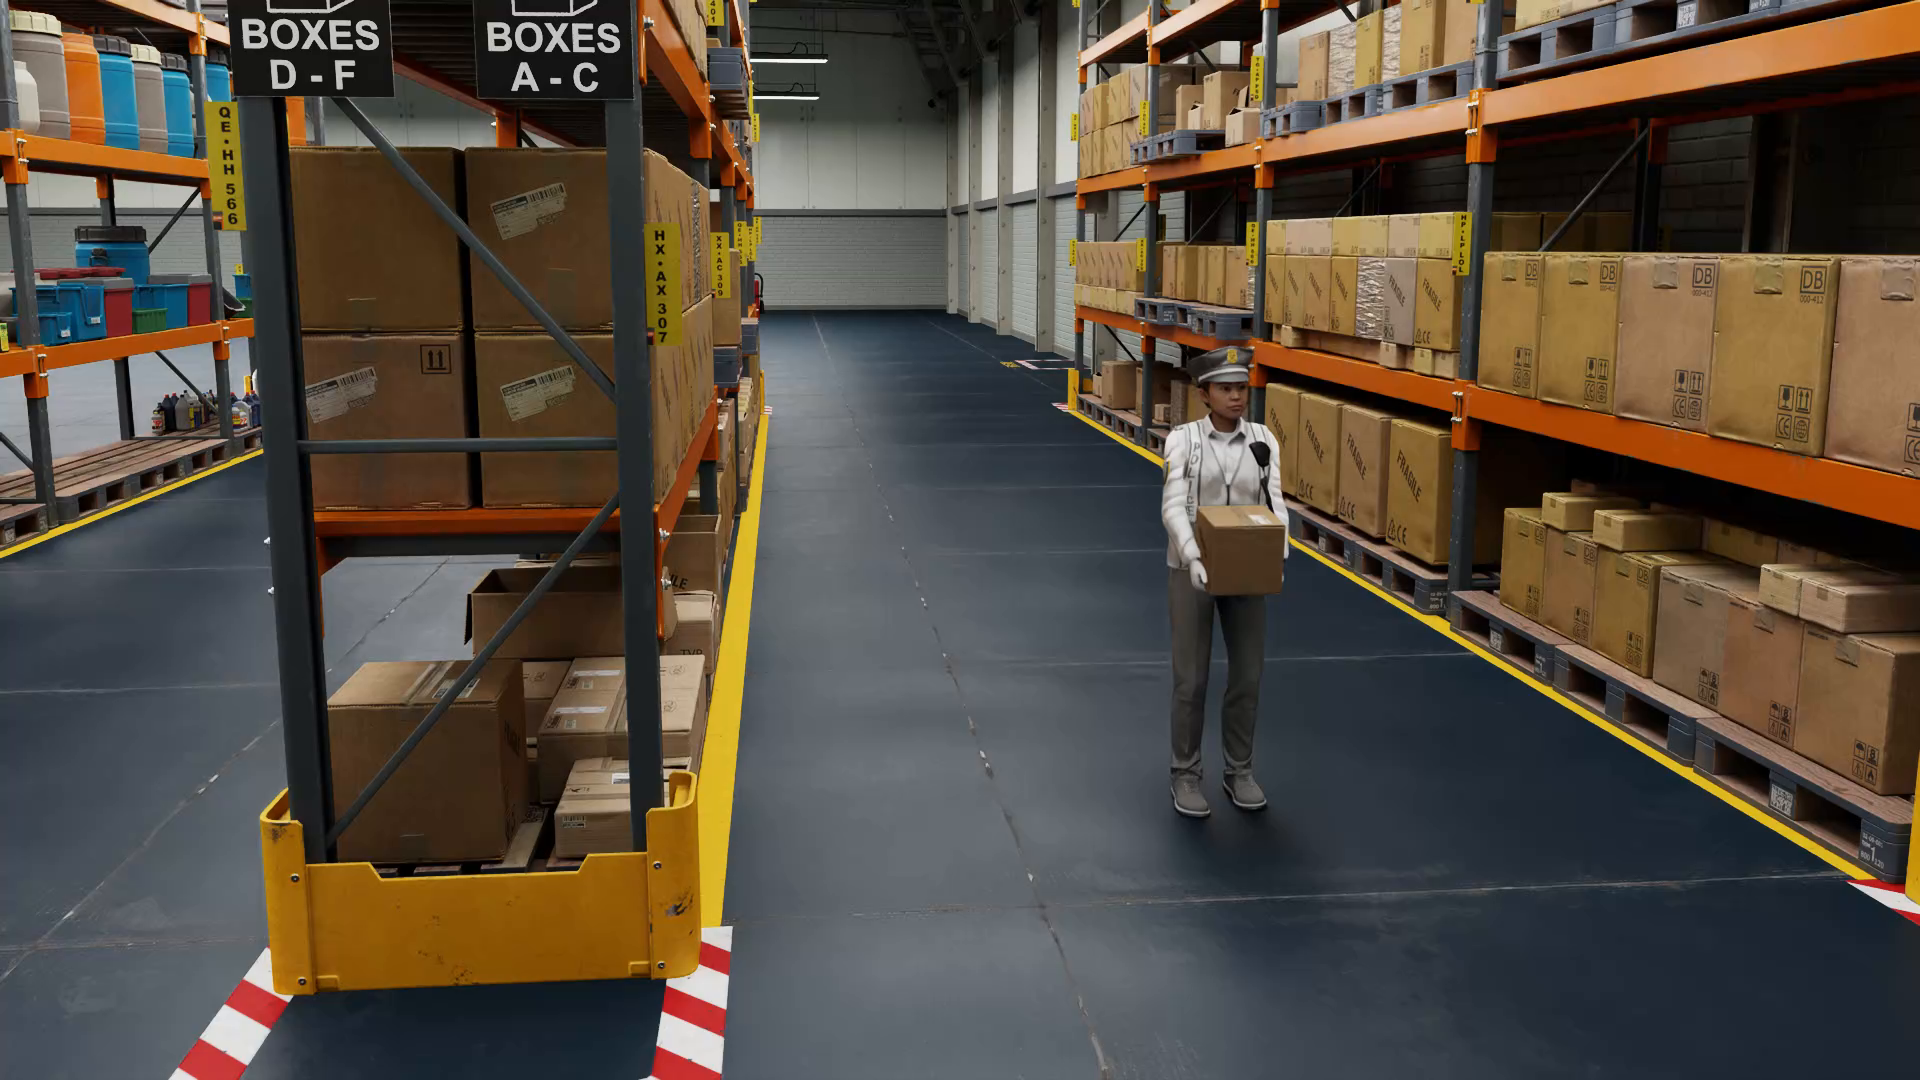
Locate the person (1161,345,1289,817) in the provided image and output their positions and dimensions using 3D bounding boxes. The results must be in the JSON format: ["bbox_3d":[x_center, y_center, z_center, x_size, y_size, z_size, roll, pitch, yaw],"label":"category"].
[{"bbox_3d":[0.952,0.151,5.998,0.453,1.691,0.535,-1,10,-6],"label":"person"}]
